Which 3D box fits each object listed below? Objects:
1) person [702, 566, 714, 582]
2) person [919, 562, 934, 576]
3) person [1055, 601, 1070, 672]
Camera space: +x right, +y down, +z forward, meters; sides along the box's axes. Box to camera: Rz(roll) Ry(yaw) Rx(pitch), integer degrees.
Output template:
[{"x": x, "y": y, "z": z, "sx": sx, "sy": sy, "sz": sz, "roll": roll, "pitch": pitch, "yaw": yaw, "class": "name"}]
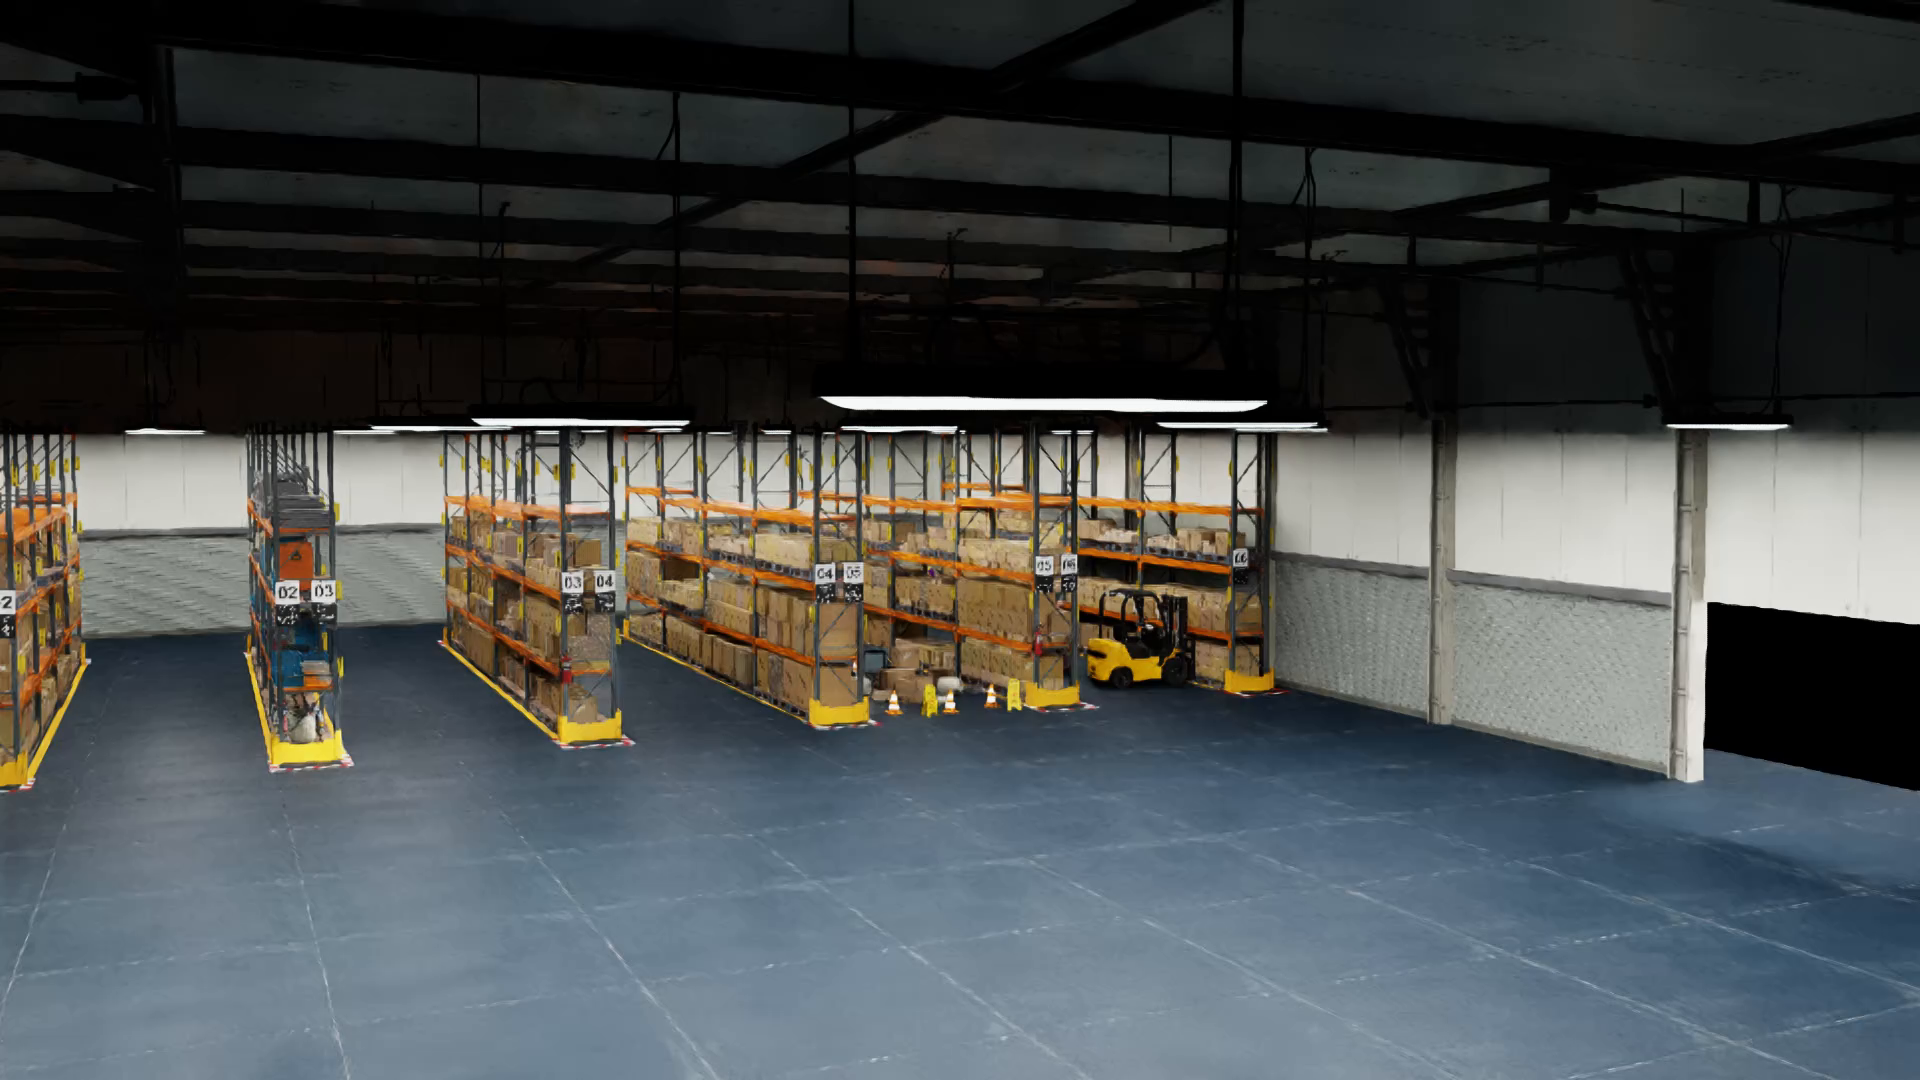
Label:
[{"x": -7.933, "y": 1.614, "z": 52.585, "sx": 0.506, "sy": 1.662, "sz": 0.569, "roll": 2, "pitch": 4, "yaw": 25, "class": "person"}, {"x": -1.081, "y": 1.476, "z": 53.720, "sx": 0.646, "sy": 1.759, "sz": 0.387, "roll": 2, "pitch": 4, "yaw": 33, "class": "person"}, {"x": 2.409, "y": 2.326, "z": 40.345, "sx": 0.576, "sy": 1.718, "sz": 0.626, "roll": 0, "pitch": 4, "yaw": 5, "class": "person"}]
